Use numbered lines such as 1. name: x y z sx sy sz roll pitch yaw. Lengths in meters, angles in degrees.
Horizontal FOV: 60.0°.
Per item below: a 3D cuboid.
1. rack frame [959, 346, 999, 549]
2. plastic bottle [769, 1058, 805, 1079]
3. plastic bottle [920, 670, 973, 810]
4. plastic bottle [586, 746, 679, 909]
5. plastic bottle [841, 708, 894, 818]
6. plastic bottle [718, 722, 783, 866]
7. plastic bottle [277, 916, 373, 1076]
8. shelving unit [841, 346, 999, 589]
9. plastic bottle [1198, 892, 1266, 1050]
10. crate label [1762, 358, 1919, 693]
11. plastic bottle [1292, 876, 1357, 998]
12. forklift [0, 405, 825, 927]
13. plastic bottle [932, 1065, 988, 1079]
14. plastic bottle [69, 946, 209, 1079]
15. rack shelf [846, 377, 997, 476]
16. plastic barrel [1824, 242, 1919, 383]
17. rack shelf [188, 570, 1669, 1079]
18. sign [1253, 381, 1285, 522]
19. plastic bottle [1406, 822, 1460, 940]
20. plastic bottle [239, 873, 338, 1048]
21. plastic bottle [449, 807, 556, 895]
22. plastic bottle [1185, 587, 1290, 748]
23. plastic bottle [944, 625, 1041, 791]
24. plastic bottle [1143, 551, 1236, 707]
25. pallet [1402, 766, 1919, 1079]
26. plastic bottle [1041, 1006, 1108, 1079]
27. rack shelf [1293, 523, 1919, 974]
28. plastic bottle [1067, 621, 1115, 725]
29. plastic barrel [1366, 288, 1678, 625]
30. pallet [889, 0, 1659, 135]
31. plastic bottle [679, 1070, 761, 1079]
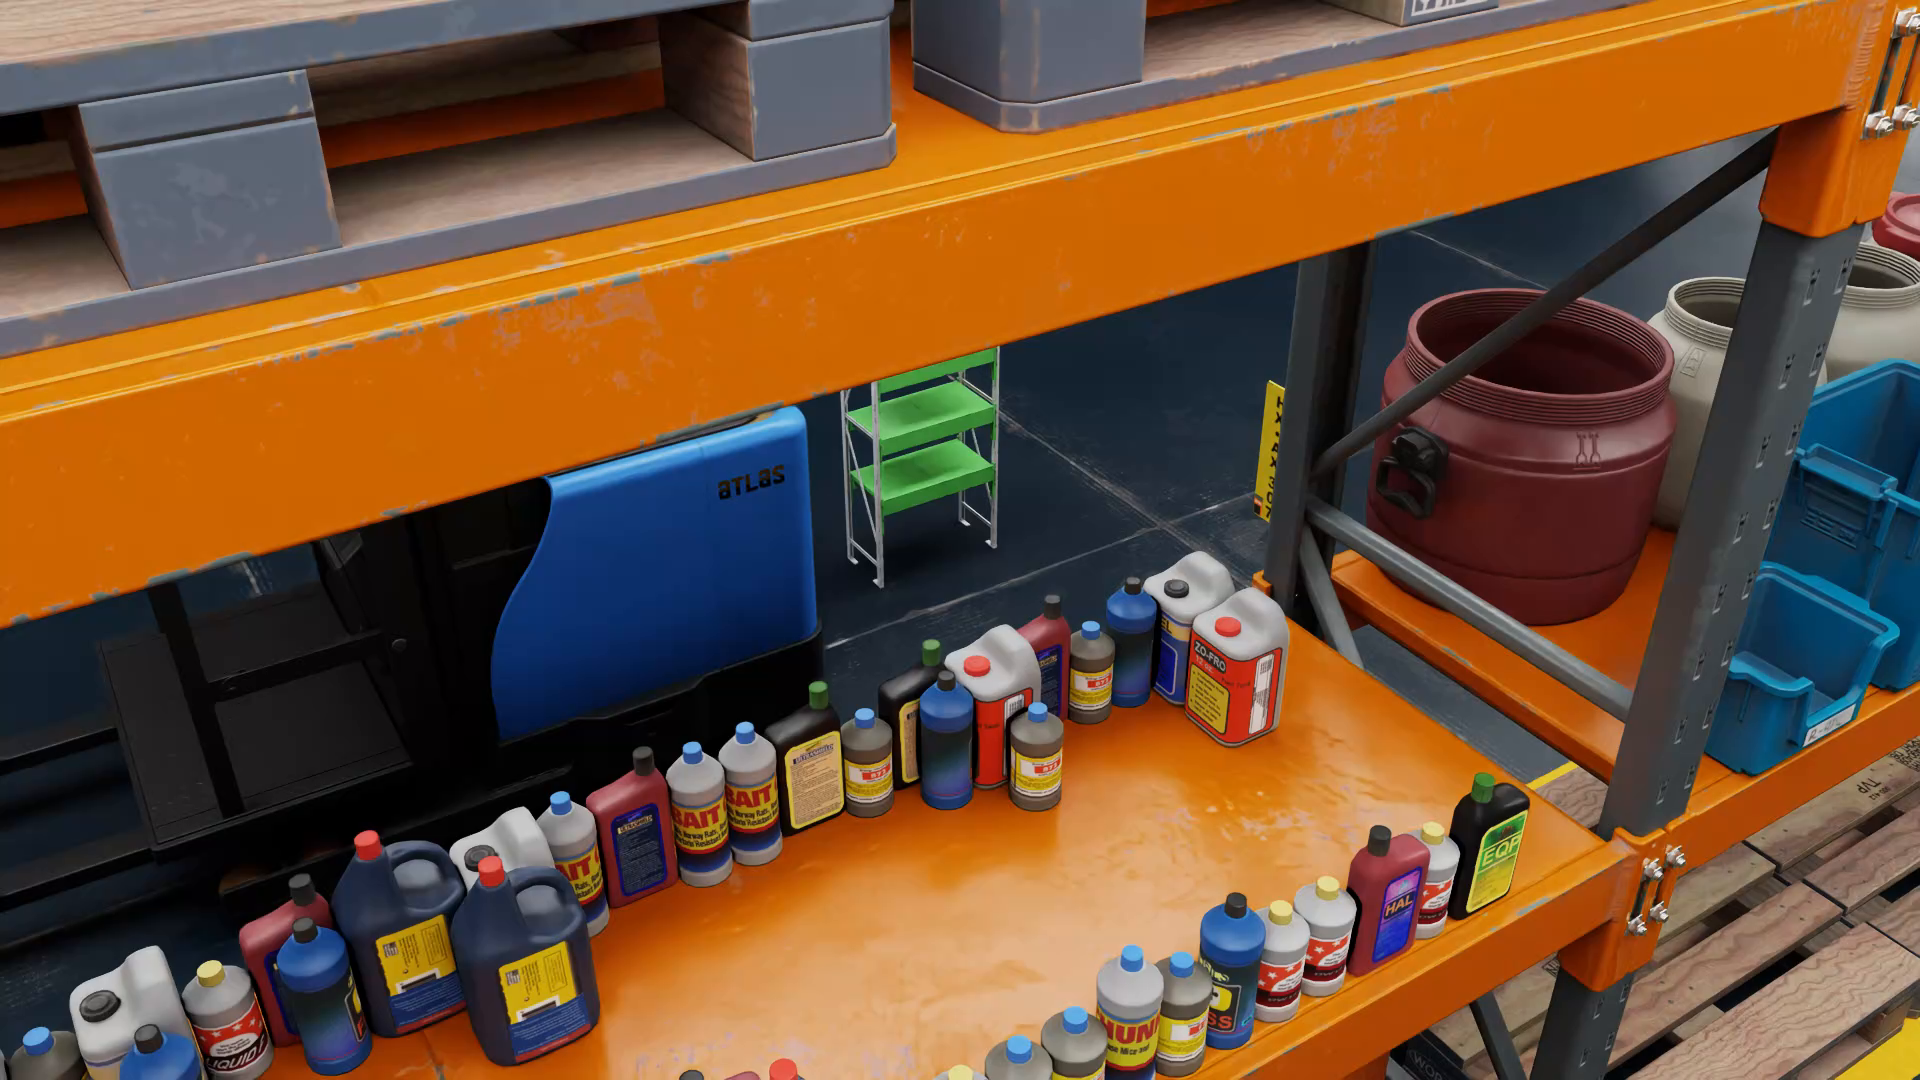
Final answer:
1. rack frame: 0.066 -0.530 5.966 0.015 1.200 0.240 -19 37 -27
2. plastic bottle: -0.243 0.823 2.180 0.185 0.351 0.144 -19 37 -27
3. plastic bottle: -0.024 0.353 3.000 0.097 0.271 0.097 0 32 0
4. plastic bottle: -0.552 0.479 2.789 0.133 0.283 0.061 -19 37 -27
5. plastic bottle: -0.169 0.394 3.001 0.097 0.201 0.097 0 32 0
6. plastic bottle: -0.363 0.431 2.876 0.097 0.271 0.097 0 32 0
7. plastic bottle: -0.956 0.673 2.492 0.097 0.271 0.097 0 32 0
8. shelving unit: -0.139 -0.460 5.854 0.503 1.200 0.258 -19 37 -27
9. plastic bottle: 0.410 0.647 2.534 0.097 0.271 0.097 0 32 0
10. crate label: 1.965 -0.045 3.477 0.616 0.435 0.502 -19 37 -27
11. plastic bottle: 0.573 0.620 2.642 0.097 0.201 0.097 0 32 0
12. forklift: -1.963 -0.509 4.309 3.031 2.935 1.130 -18 36 -26
13. plastic bottle: 0.001 0.817 2.329 0.097 0.201 0.097 0 32 0
14. plastic bottle: -1.184 0.728 2.400 0.135 0.276 0.152 -19 37 -27
15. rack shelf: -0.139 -0.406 5.888 0.480 0.148 0.258 -19 37 -27
16. plastic barrel: 2.086 -0.426 4.009 0.421 0.512 0.421 0 32 0
17. rack shelf: -0.698 1.018 2.498 4.000 0.370 1.077 -19 37 -27
18. sign: 0.679 -0.178 3.567 0.005 0.325 0.100 -19 37 -27
19. plastic bottle: 0.767 0.553 2.747 0.097 0.201 0.097 0 32 0
20. plastic bottle: -1.014 0.638 2.536 0.133 0.283 0.061 -19 37 -27
21. plastic bottle: -0.721 0.569 2.652 0.135 0.276 0.152 -19 37 -27
22. plastic bottle: 0.527 0.237 3.179 0.135 0.276 0.152 -19 37 -27
23. plastic bottle: 0.055 0.302 3.076 0.135 0.276 0.152 -19 37 -27
24. plastic bottle: 0.444 0.169 3.288 0.135 0.276 0.152 -19 37 -27
25. pallet: 1.655 1.109 4.294 1.213 0.211 1.003 -19 37 -27
26. plastic bottle: 0.164 0.761 2.419 0.097 0.201 0.097 0 32 0
27. rack shelf: 2.664 -0.138 4.331 4.000 0.370 1.077 -19 37 -27
28. plastic bottle: 0.250 0.249 3.229 0.097 0.201 0.097 0 32 0
29. plastic barrel: 1.209 -0.192 3.615 0.708 0.536 0.600 -19 37 -27
30. pallet: 0.287 -0.876 2.192 1.213 0.211 1.003 -19 37 -27
31. plastic bottle: -0.320 0.813 2.260 0.133 0.283 0.061 -19 37 -27
